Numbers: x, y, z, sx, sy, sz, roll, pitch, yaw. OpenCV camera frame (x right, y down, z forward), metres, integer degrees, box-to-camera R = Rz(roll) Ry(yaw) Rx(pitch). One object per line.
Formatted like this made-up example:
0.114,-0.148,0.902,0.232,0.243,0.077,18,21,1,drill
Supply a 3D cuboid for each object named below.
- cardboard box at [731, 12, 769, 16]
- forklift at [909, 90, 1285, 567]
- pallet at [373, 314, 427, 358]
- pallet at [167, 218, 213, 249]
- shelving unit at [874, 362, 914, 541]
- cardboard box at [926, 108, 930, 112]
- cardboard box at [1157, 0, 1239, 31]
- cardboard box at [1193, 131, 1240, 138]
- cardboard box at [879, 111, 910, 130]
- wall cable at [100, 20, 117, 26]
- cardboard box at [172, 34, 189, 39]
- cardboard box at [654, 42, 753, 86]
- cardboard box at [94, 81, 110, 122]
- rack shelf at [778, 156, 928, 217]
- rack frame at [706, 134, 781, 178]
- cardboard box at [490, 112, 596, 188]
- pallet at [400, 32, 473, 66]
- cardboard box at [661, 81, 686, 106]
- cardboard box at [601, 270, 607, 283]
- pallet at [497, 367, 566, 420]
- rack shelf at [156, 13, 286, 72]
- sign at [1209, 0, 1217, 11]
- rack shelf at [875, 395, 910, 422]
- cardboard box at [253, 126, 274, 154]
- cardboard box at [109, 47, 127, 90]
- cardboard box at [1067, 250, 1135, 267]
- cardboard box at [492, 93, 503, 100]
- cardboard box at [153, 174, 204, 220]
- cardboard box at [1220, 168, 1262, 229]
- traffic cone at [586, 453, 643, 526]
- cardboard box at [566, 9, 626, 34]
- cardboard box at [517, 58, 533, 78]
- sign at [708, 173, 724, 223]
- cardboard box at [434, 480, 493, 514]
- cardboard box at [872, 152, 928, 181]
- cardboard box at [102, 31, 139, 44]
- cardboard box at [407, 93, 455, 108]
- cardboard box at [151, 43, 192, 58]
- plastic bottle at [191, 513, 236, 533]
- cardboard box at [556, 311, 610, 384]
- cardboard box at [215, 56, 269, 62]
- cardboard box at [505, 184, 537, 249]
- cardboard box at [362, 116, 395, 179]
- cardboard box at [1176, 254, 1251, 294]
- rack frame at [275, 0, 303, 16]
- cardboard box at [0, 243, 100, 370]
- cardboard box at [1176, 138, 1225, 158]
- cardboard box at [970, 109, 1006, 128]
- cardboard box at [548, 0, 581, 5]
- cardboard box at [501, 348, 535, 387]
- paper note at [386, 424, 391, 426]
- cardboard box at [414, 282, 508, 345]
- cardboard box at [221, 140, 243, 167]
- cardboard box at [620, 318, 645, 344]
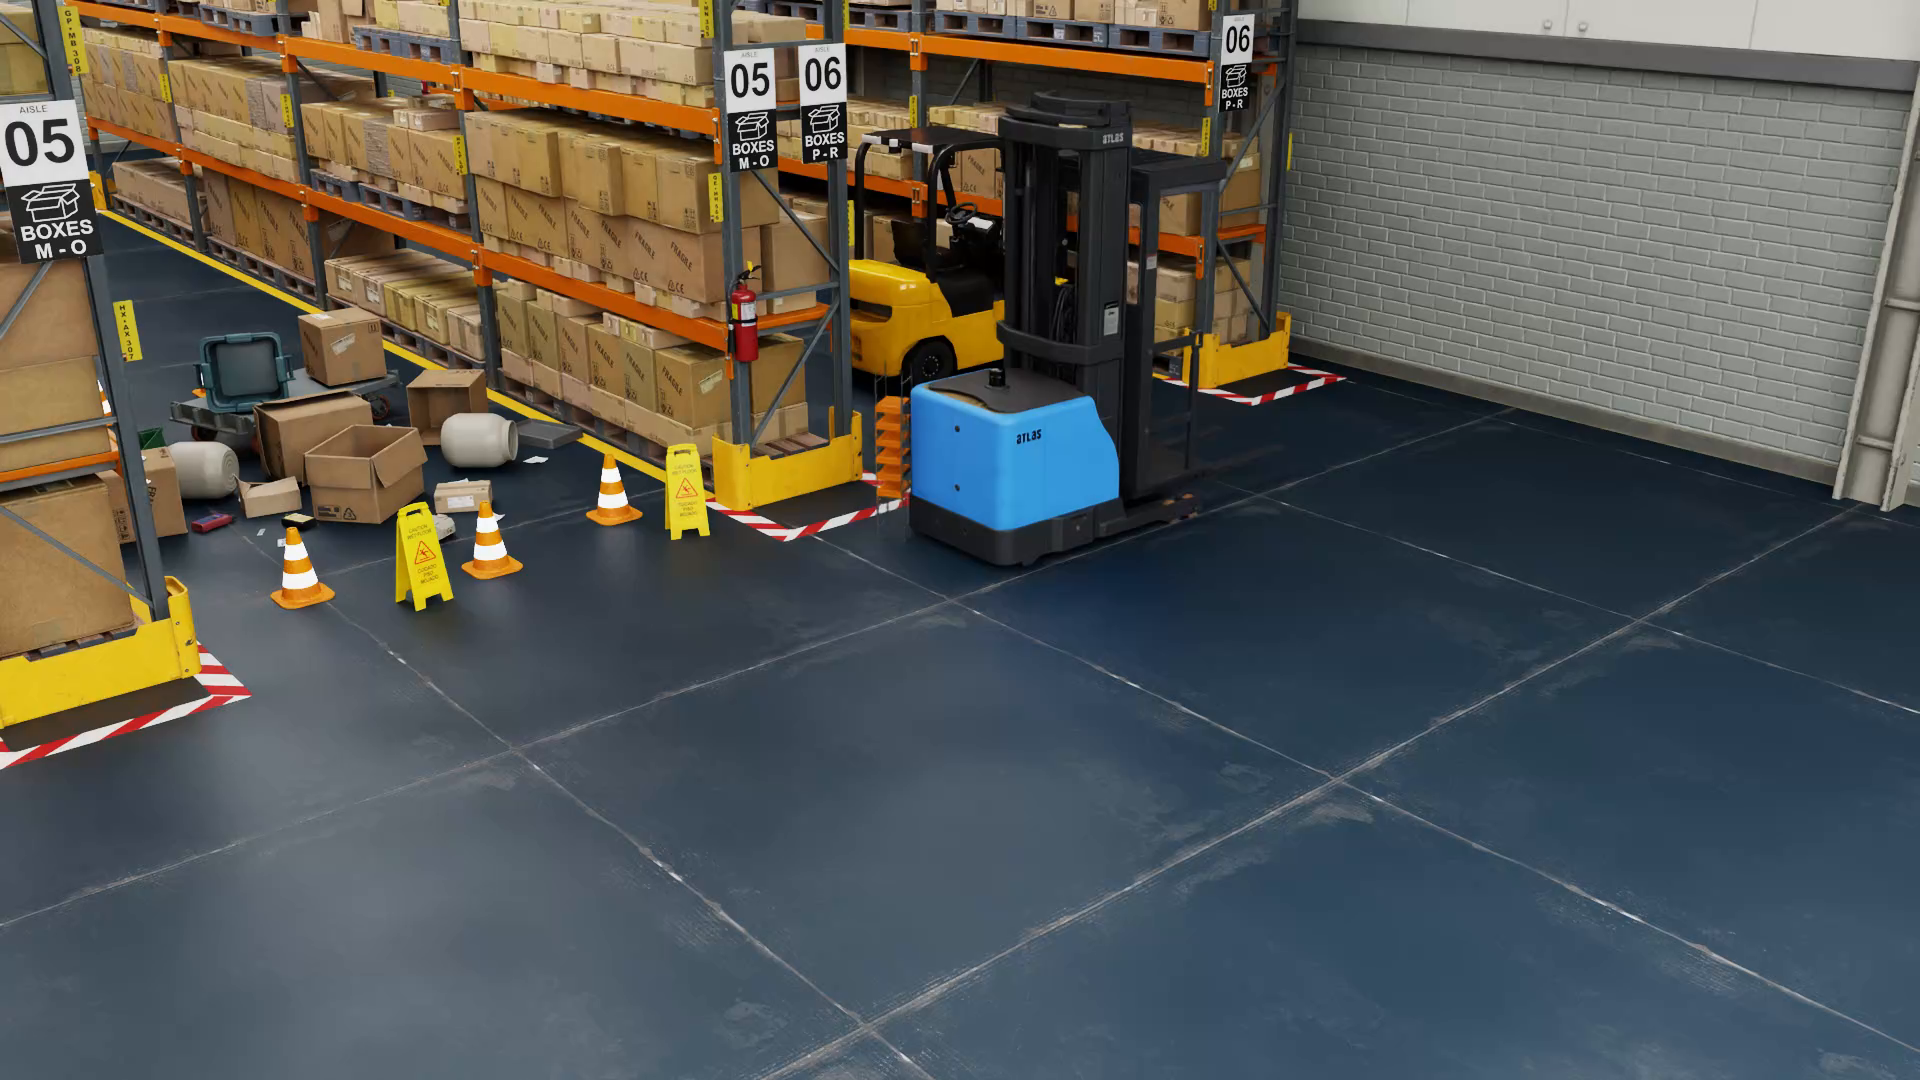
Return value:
-1.591,-3.707,11.972,0.380,0.149,0.250,-17,27,-37,cardboard box
1.107,-1.614,11.585,3.031,2.935,1.130,-17,27,-36,forklift
-5.141,-2.118,16.602,1.003,0.211,1.213,-17,27,-37,pallet
-9.491,-4.005,21.420,1.003,0.211,1.213,-17,27,-37,pallet
-0.450,-0.600,11.369,0.189,1.200,0.258,6,22,15,shelving unit
-0.276,-4.630,18.166,0.380,0.149,0.250,-19,28,-39,cardboard box
2.064,-4.691,14.386,0.500,0.500,0.500,-16,27,-36,cardboard box
2.354,-3.661,15.284,0.380,0.149,0.250,-16,27,-36,cardboard box
-0.647,-4.504,17.844,0.380,0.149,0.250,-18,28,-38,cardboard box
-14.296,-8.546,27.797,0.588,1.984,0.122,-17,27,-37,wall cable
-9.935,-6.379,21.259,0.380,0.149,0.250,-18,27,-38,cardboard box
-1.759,-3.302,11.486,0.500,0.250,0.500,-18,28,-38,cardboard box
-11.217,-5.892,22.278,0.500,0.500,0.500,-18,28,-38,cardboard box
-1.379,-4.265,19.246,1.077,0.370,4.000,-17,27,-37,rack shelf
-2.685,-5.152,20.525,1.000,3.000,0.127,-17,27,-37,rack frame
-3.392,-3.195,13.613,0.700,0.500,0.500,-17,27,-37,cardboard box
-4.154,-4.369,14.671,1.213,0.211,1.003,-17,27,-37,pallet
-1.853,-3.132,11.598,0.380,0.149,0.250,-17,27,-37,cardboard box
-2.610,-2.122,13.132,0.380,0.149,0.250,-17,27,-37,cardboard box
-3.366,-1.389,14.740,1.003,0.211,1.213,-17,27,-37,pallet
-7.748,-5.584,18.501,1.077,0.370,4.000,-17,27,-37,rack shelf
2.117,-4.589,13.868,0.100,0.325,0.005,-17,27,-37,sign
-0.449,-0.893,11.254,0.180,0.103,0.258,6,22,15,rack shelf
-7.289,-4.346,17.988,0.500,0.250,0.500,-18,28,-39,cardboard box
-10.556,-6.072,21.367,0.500,0.500,0.500,-17,27,-37,cardboard box
1.326,-2.652,15.966,0.500,0.250,0.500,-17,27,-37,cardboard box
-6.689,-6.599,24.563,0.380,0.149,0.250,-18,27,-38,cardboard box
-9.967,-4.523,21.857,0.875,0.438,0.875,-18,28,-39,cardboard box
2.424,-3.191,15.382,0.500,0.500,0.500,-16,27,-36,cardboard box
-2.478,-0.390,11.844,0.336,0.463,0.334,-17,27,-37,traffic cone
-2.691,-3.849,12.336,0.380,0.149,0.250,-17,27,-36,cardboard box
-3.307,-3.793,13.287,0.380,0.149,0.250,-16,27,-36,cardboard box
-1.654,-2.319,11.270,0.100,0.325,0.005,-17,27,-37,sign
-3.606,-0.313,12.079,0.380,0.149,0.250,-4,22,-10,cardboard box
-0.601,-4.054,17.927,0.500,0.250,0.500,-17,27,-36,cardboard box
-10.938,-6.547,21.689,0.380,0.149,0.250,-17,27,-37,cardboard box
-5.161,-4.267,16.256,0.380,0.149,0.250,-19,28,-40,cardboard box
-9.496,-5.898,20.032,0.380,0.149,0.250,-18,28,-38,cardboard box
-5.262,-0.131,11.735,0.133,0.061,0.283,12,24,27,plastic bottle
-2.955,-1.613,13.655,0.500,0.500,0.500,-16,26,-35,cardboard box
-8.572,-5.523,19.964,0.500,0.500,0.500,-16,27,-36,cardboard box
-3.410,-2.728,13.792,0.500,0.500,0.500,-18,27,-38,cardboard box
-5.306,-3.743,15.807,0.500,0.500,0.500,-19,28,-39,cardboard box
2.367,-2.500,15.579,0.500,0.250,0.500,-18,28,-38,cardboard box
-6.443,-6.763,16.412,1.000,3.000,0.127,-17,27,-37,rack frame
-5.117,-1.237,8.844,0.875,0.550,0.550,-17,27,-37,cardboard box
2.144,-3.478,14.816,0.380,0.149,0.250,-17,27,-37,cardboard box
0.322,-4.256,16.804,0.380,0.149,0.250,-18,28,-38,cardboard box
-3.129,-4.333,13.572,0.380,0.149,0.250,-17,27,-36,cardboard box
-3.651,-1.552,14.529,0.500,0.250,0.500,-19,28,-40,cardboard box
-4.778,-0.929,13.815,0.148,0.019,0.142,-17,27,-37,paper note
-4.648,-2.178,15.960,0.950,0.372,0.625,-15,26,-34,cardboard box
-7.986,-4.392,18.790,0.500,0.250,0.500,-18,28,-38,cardboard box
-2.393,-1.641,12.836,0.380,0.149,0.250,-17,27,-37,cardboard box
